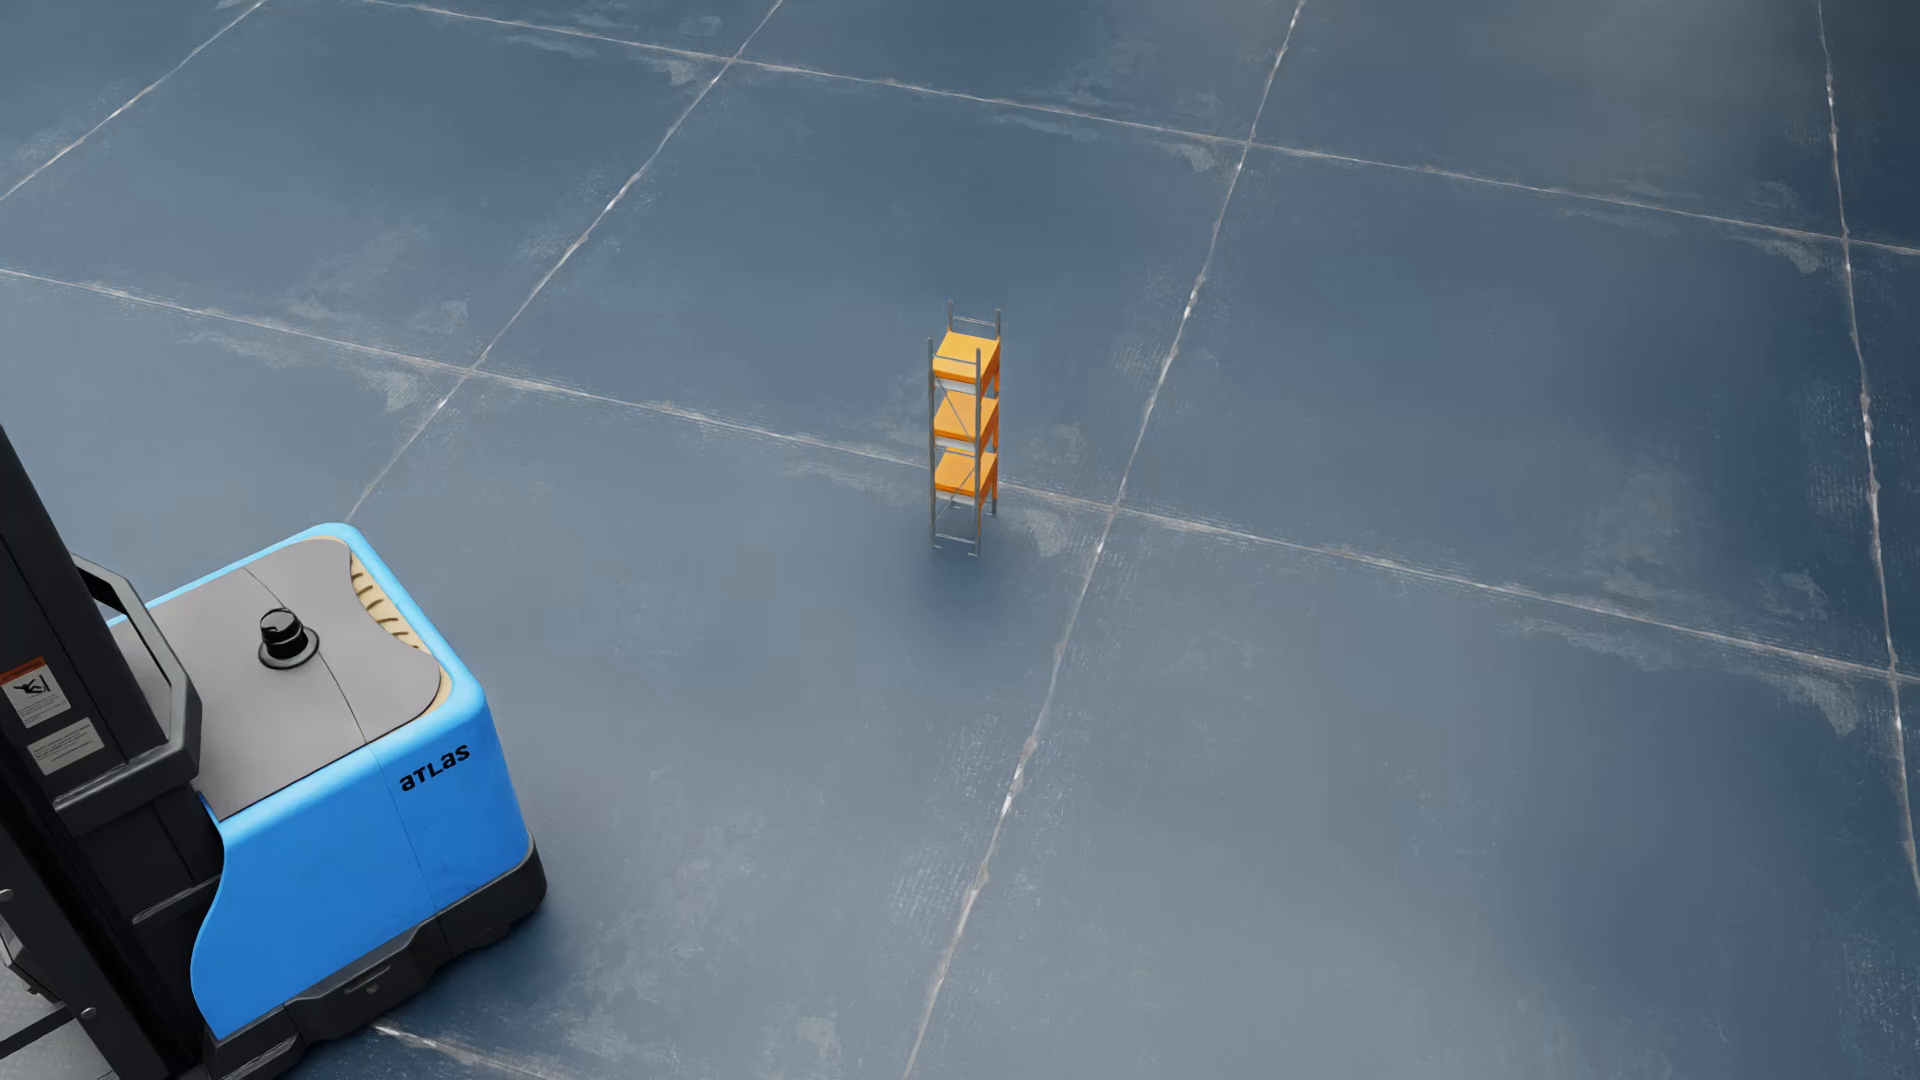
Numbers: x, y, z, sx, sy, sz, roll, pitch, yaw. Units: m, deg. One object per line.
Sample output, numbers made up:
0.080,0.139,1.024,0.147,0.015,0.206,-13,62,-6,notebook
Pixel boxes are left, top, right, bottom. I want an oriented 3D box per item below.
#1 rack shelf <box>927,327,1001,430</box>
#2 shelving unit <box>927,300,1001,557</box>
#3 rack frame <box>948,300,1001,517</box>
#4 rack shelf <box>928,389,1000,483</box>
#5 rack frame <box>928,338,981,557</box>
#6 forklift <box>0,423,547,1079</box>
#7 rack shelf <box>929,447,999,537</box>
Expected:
0.016,-0.606,6.228,0.215,0.259,0.240,13,46,12,rack shelf
0.016,-0.411,6.419,0.215,1.050,0.252,13,46,12,shelving unit
0.053,-0.492,6.502,0.200,1.050,0.008,13,46,12,rack frame
0.016,-0.403,6.427,0.215,0.259,0.240,13,46,12,rack shelf
-0.021,-0.330,6.336,0.200,1.050,0.008,13,46,12,rack frame
-2.824,0.548,4.094,3.031,2.935,1.130,-29,52,-27,forklift
0.016,-0.205,6.621,0.215,0.259,0.240,13,46,12,rack shelf
